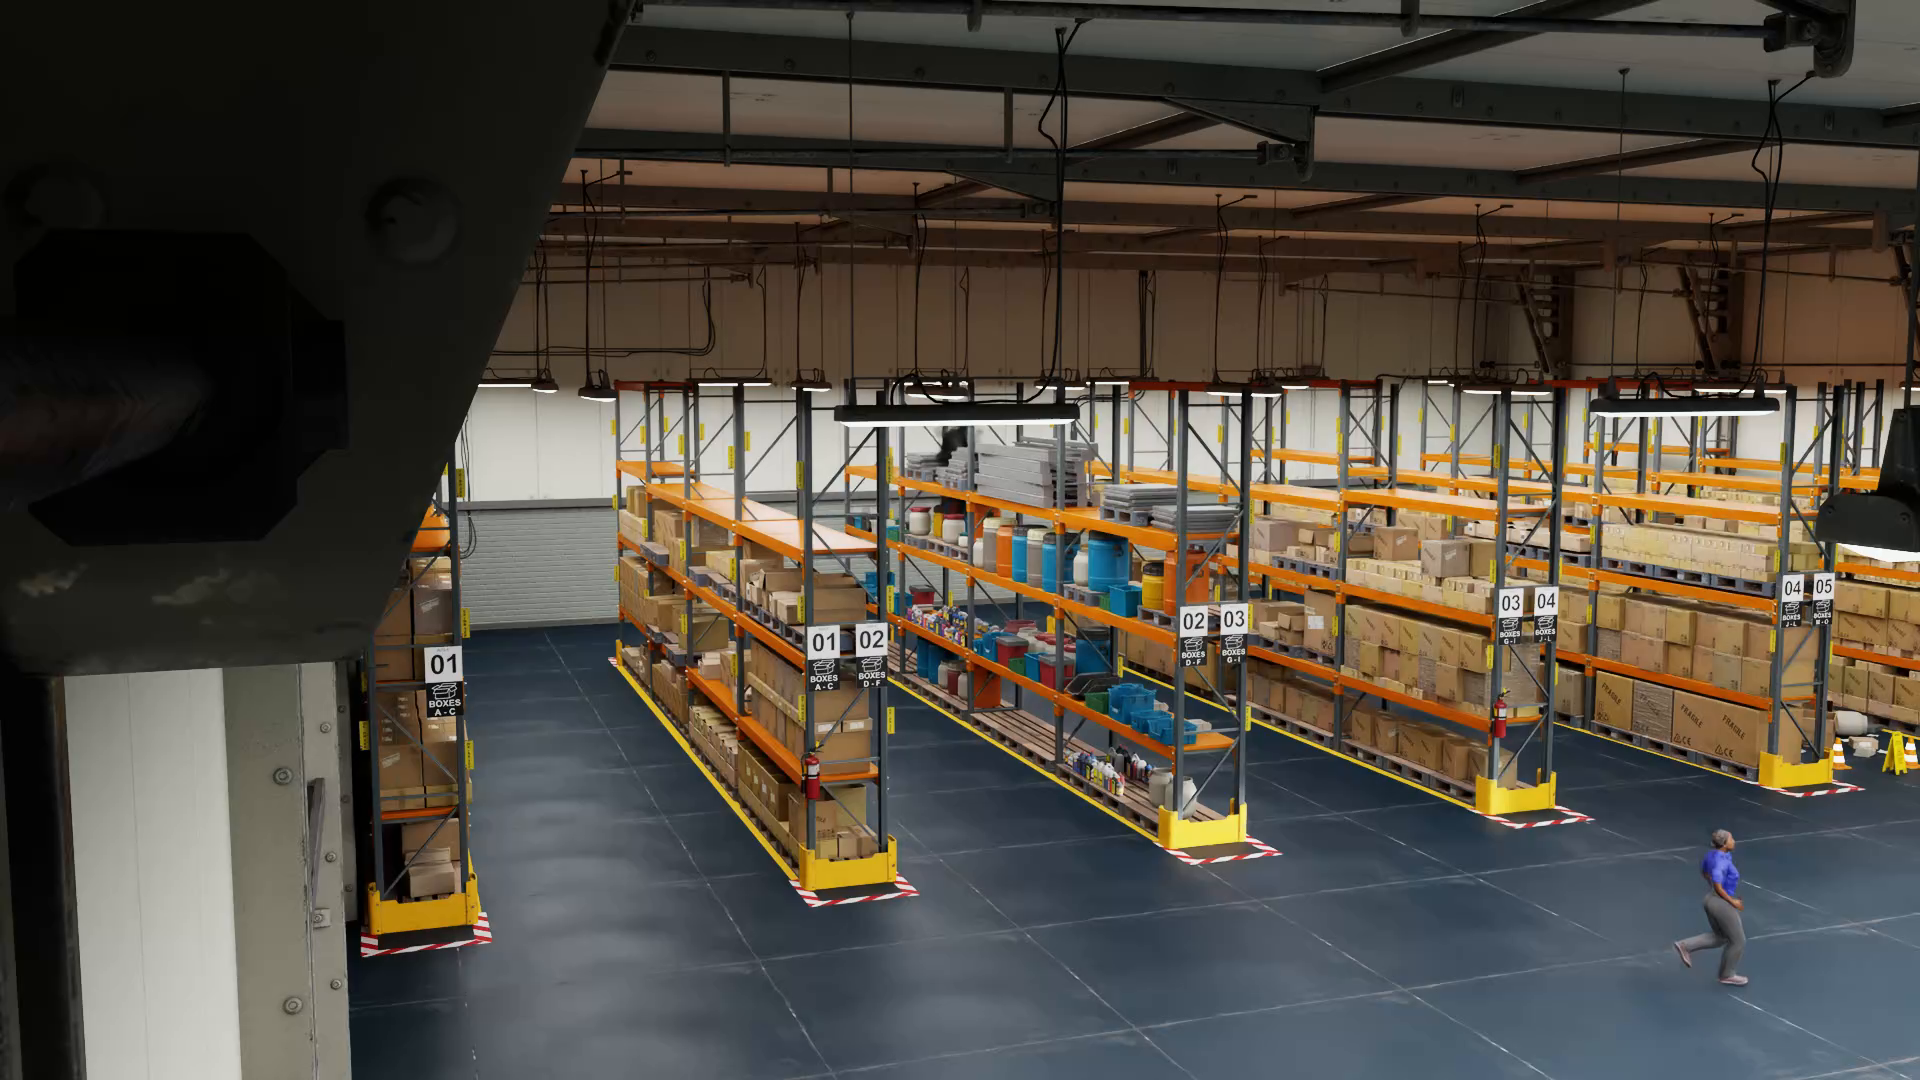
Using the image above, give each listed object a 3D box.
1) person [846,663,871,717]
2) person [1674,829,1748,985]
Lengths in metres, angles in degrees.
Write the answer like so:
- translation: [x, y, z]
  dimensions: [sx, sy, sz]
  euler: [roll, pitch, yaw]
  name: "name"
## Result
- translation: [-1.775, 2.142, 28.997]
  dimensions: [0.638, 1.903, 0.747]
  euler: [-3, 7, -23]
  name: "person"
- translation: [7.704, 3.733, 16.961]
  dimensions: [0.719, 1.607, 0.598]
  euler: [1, 6, 8]
  name: "person"
